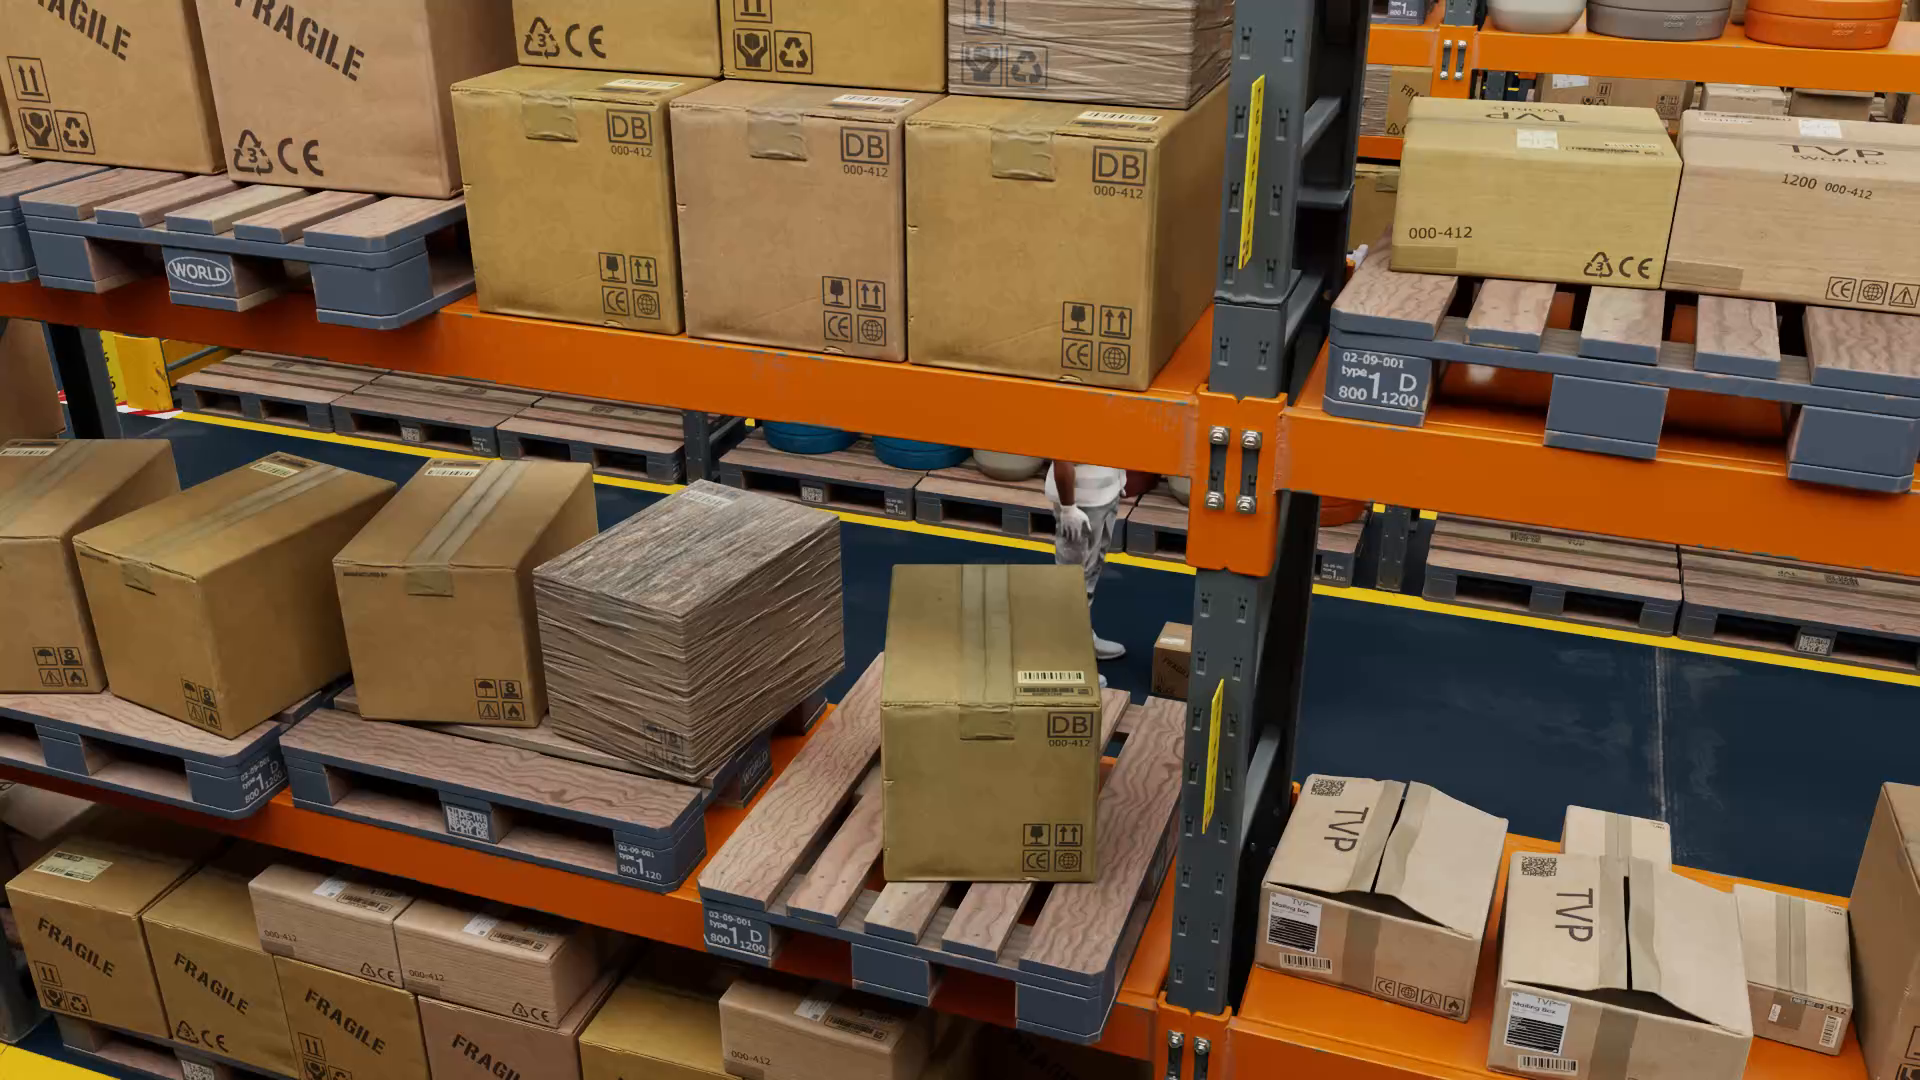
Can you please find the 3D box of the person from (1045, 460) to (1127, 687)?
[{"bbox_3d":[0.580,-0.212,7.516,0.358,1.786,0.551,10,27,20],"label":"person"}]
